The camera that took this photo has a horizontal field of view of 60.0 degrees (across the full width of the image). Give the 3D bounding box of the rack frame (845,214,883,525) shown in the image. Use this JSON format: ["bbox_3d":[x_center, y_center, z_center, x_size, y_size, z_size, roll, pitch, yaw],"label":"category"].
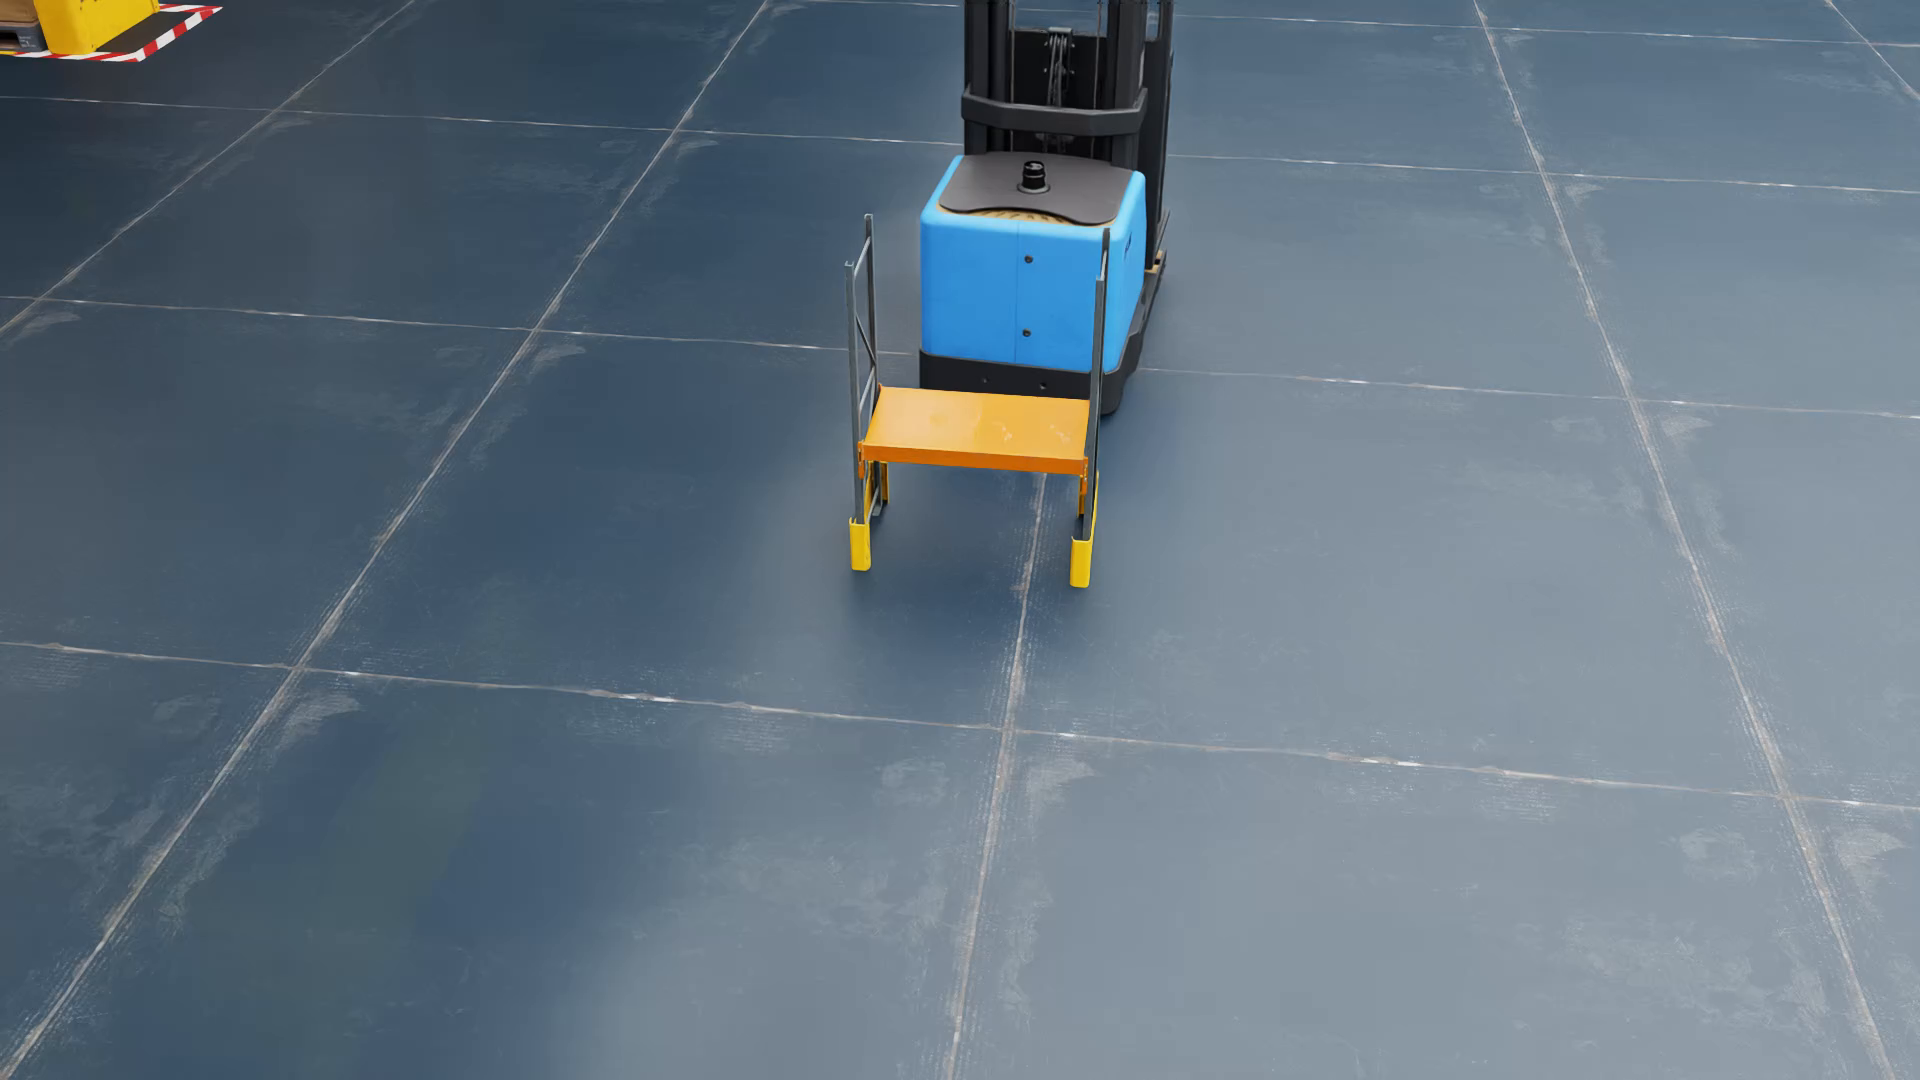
[{"bbox_3d":[-0.420,-0.642,7.358,0.032,1.500,0.500,4,36,6],"label":"rack frame"}]

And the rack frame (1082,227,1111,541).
[{"bbox_3d":[0.589,-0.567,7.253,0.032,1.500,0.500,4,36,6],"label":"rack frame"}]

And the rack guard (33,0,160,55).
[{"bbox_3d":[-6.972,-4.368,13.440,0.348,0.500,1.175,4,36,6],"label":"rack guard"}]

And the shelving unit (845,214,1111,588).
[{"bbox_3d":[0.076,-0.605,7.306,1.083,1.500,0.587,4,36,6],"label":"shelving unit"}]

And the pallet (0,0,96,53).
[{"bbox_3d":[-7.799,-4.266,13.546,1.213,0.211,1.003,4,36,6],"label":"pallet"}]

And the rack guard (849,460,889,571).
[{"bbox_3d":[-0.418,-0.133,7.721,0.087,0.250,0.587,4,36,6],"label":"rack guard"}]

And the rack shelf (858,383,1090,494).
[{"bbox_3d":[0.085,-0.458,7.410,1.000,0.185,0.538,4,36,6],"label":"rack shelf"}]

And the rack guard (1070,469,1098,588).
[{"bbox_3d":[0.570,-0.059,7.618,0.087,0.250,0.587,4,36,6],"label":"rack guard"}]

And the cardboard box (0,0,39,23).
[{"bbox_3d":[-7.677,-4.705,13.228,0.875,0.875,0.875,4,36,6],"label":"cardboard box"}]

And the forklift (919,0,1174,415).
[{"bbox_3d":[0.618,-2.688,8.994,1.130,2.935,3.031,8,36,11],"label":"forklift"}]
